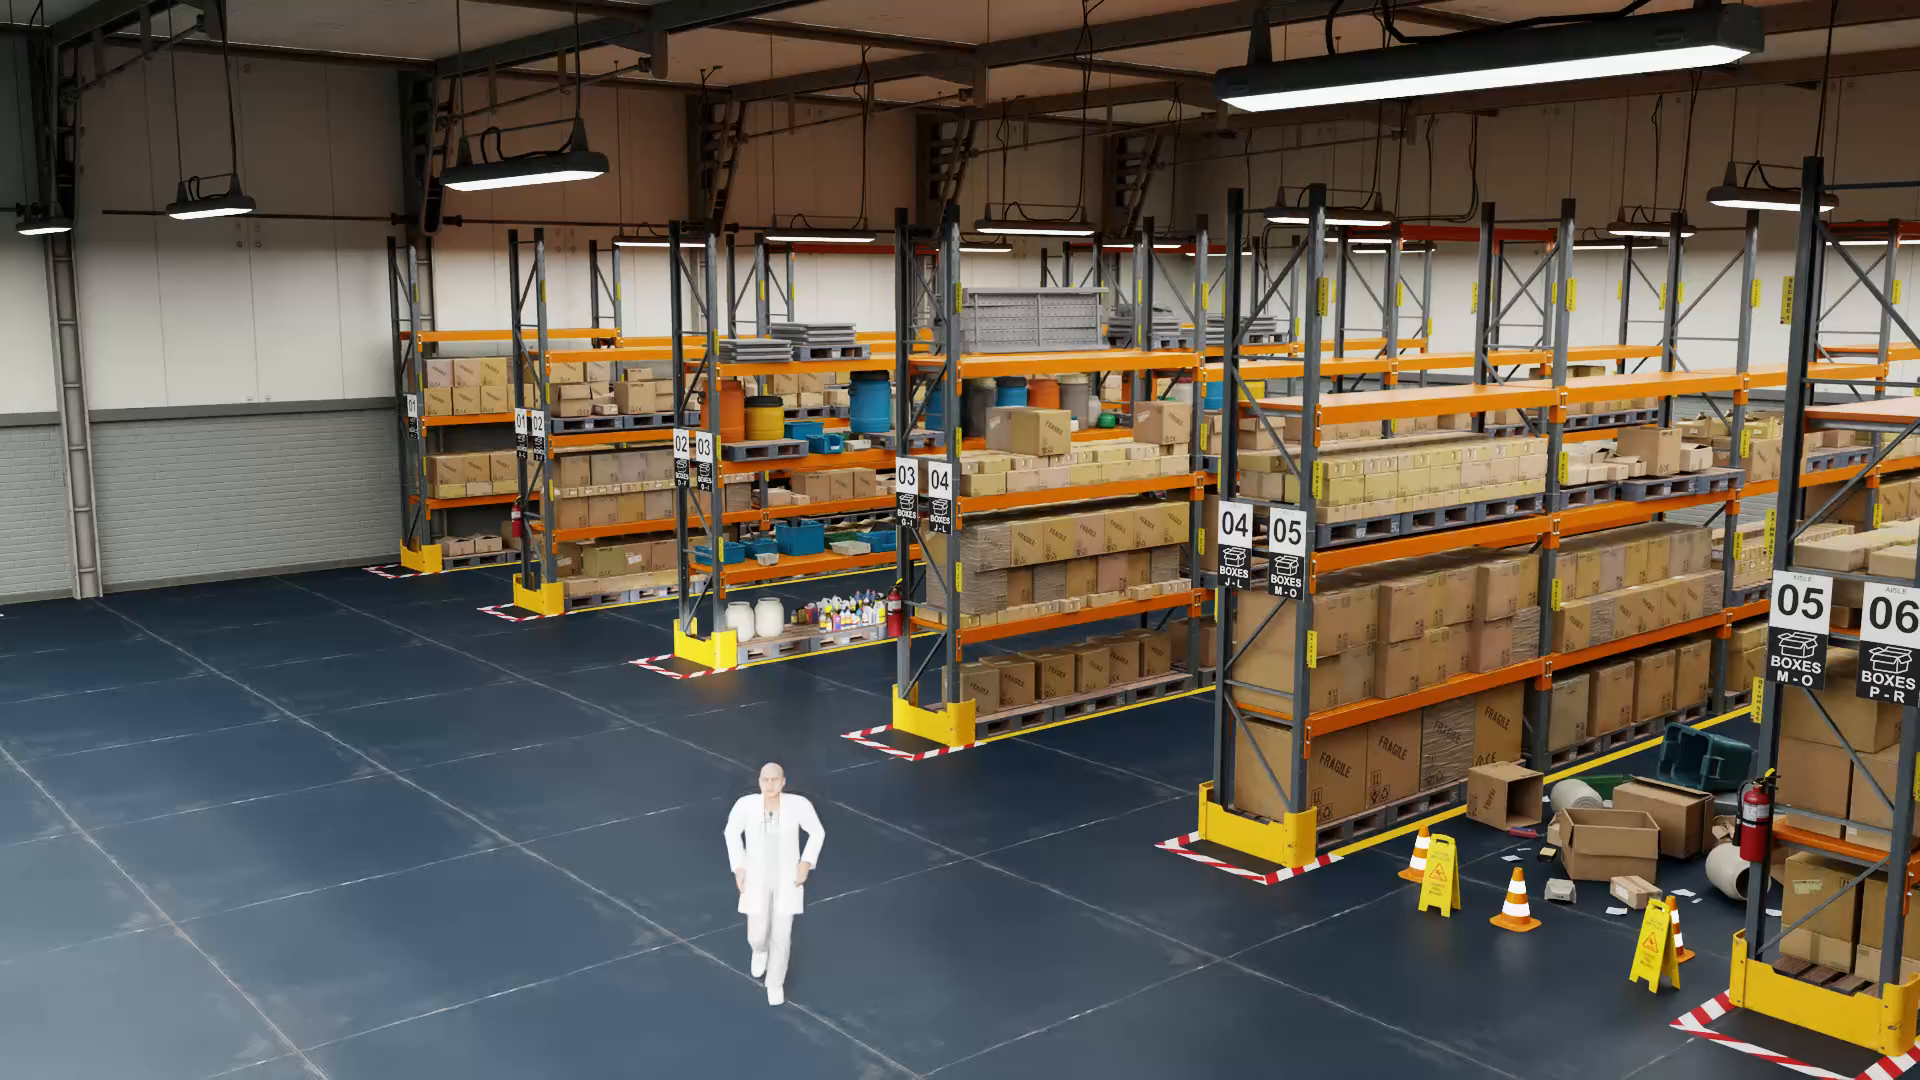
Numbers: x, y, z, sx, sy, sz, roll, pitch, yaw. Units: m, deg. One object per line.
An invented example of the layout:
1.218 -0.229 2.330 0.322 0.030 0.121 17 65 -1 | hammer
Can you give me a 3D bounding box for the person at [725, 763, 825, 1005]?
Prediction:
-1.348 2.463 12.144 0.731 1.750 0.636 -1 9 -4 | person
